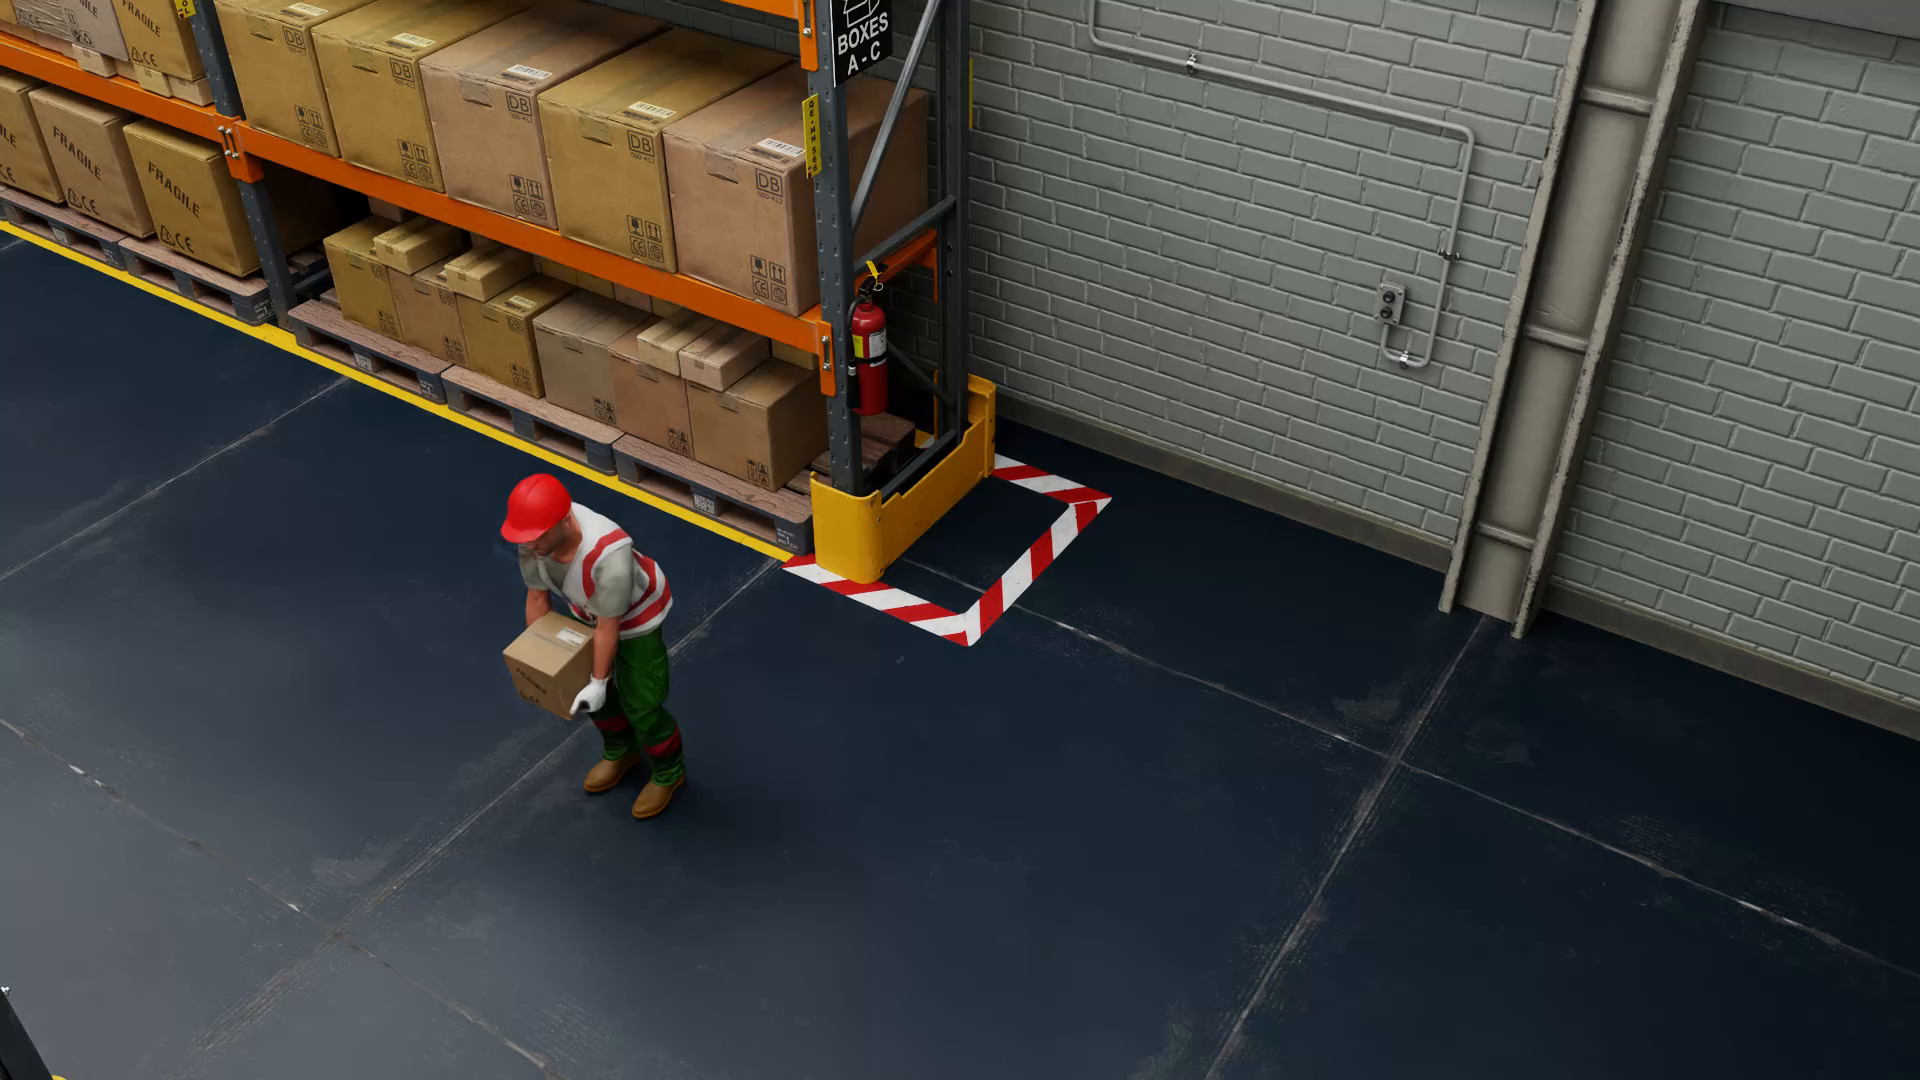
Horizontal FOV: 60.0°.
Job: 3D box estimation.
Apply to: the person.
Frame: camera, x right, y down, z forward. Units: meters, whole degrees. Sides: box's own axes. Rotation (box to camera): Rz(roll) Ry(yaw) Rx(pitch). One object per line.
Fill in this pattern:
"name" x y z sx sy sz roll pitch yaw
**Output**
"person" -1.364 0.383 6.240 0.491 1.702 0.637 21 43 24
